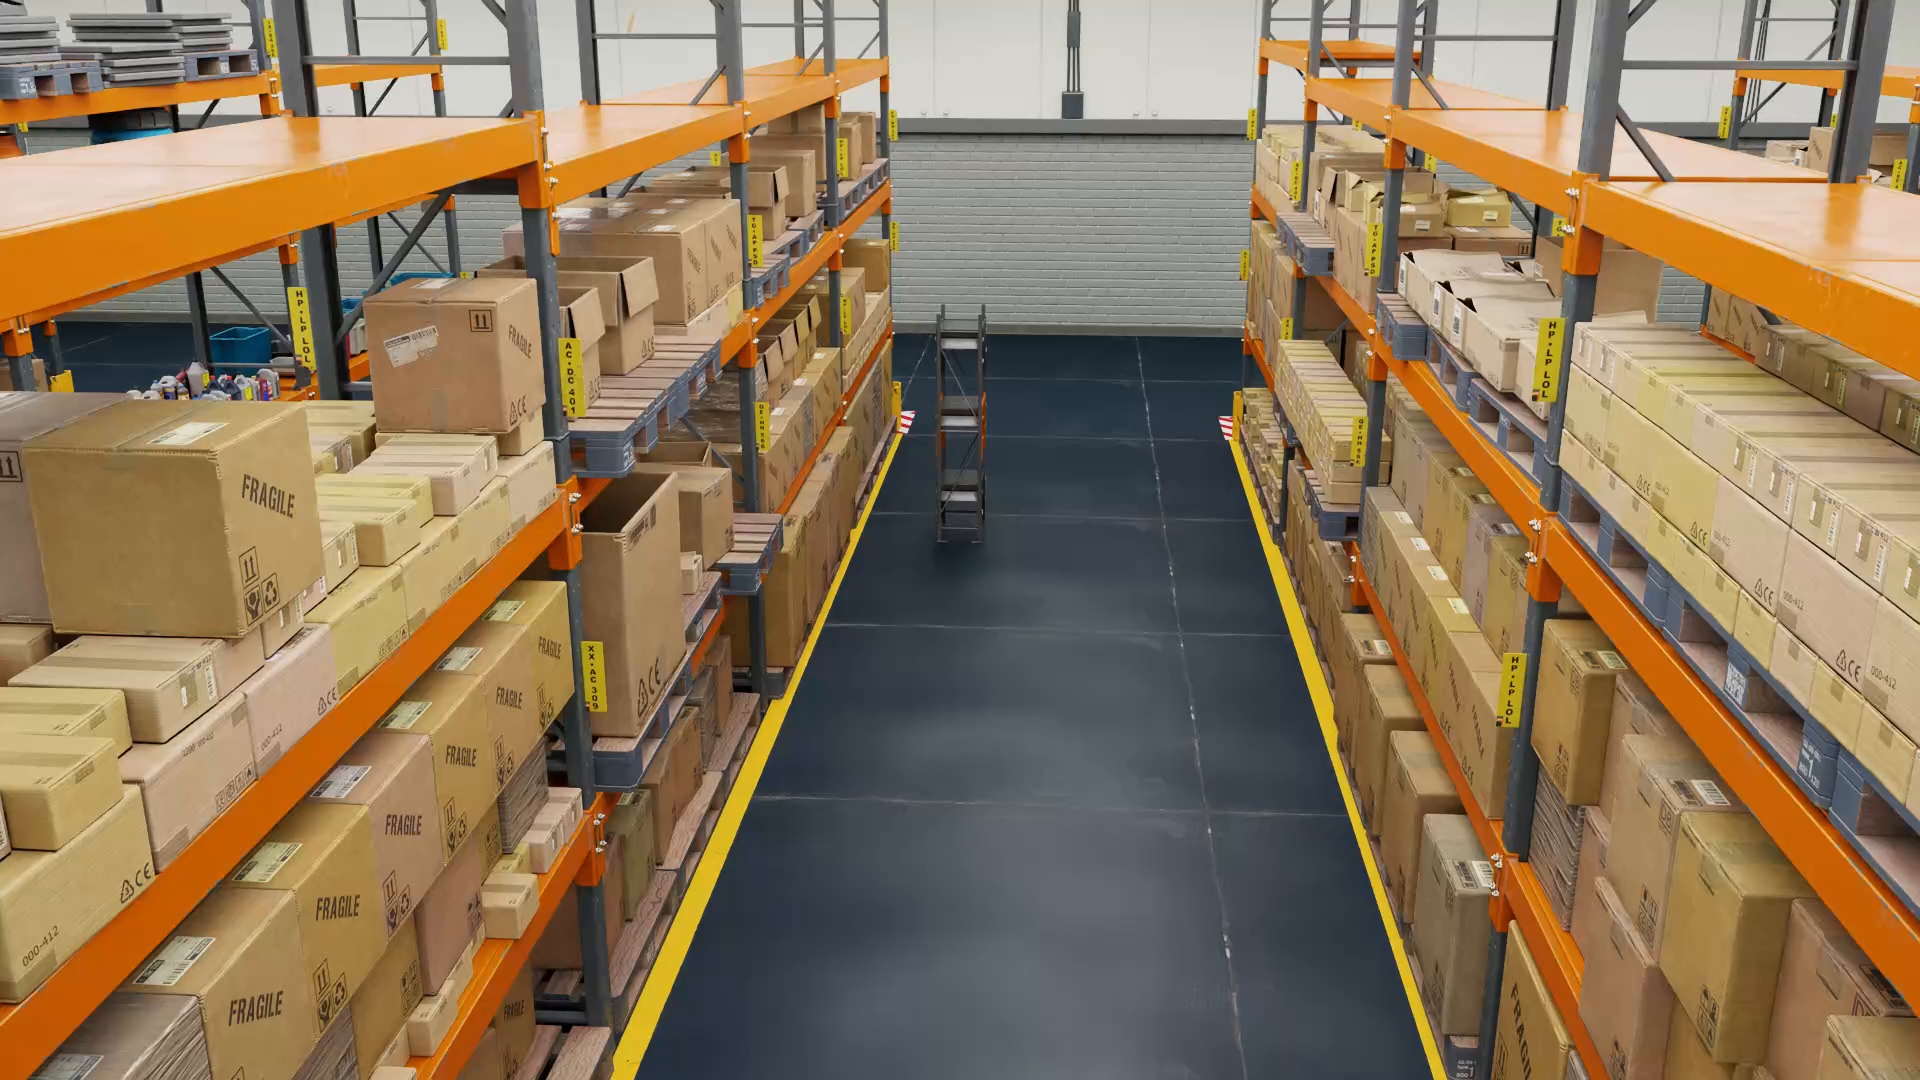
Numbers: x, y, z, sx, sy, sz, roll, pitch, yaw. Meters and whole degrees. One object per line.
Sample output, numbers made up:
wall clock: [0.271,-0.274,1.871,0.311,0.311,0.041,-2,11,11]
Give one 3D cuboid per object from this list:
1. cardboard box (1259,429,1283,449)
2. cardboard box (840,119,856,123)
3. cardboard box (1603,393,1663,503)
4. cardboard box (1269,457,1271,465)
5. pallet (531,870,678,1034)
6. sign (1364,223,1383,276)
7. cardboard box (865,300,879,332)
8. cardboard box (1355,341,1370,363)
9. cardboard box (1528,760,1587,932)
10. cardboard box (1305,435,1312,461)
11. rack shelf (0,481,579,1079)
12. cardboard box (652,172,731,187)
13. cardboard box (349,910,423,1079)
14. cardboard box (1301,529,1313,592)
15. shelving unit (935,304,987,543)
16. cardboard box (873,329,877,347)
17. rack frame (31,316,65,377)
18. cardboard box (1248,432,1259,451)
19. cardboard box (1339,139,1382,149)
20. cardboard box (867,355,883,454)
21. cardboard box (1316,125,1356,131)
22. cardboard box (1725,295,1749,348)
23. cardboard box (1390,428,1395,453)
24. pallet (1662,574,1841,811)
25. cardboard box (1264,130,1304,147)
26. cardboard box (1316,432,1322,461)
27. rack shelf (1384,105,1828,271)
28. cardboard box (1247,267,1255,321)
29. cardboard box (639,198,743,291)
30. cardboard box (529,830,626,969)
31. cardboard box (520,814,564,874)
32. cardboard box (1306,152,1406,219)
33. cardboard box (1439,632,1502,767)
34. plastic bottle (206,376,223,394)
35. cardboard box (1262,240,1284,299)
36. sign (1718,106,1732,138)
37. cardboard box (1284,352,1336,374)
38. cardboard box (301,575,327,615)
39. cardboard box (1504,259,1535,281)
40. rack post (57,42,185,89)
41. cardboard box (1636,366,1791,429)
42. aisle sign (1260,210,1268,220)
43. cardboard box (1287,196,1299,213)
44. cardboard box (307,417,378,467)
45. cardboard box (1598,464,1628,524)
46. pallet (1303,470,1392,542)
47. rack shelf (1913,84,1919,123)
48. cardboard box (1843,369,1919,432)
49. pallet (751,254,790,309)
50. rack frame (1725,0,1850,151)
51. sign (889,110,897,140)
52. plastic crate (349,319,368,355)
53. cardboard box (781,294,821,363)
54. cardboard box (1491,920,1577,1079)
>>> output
cardboard box: [3.165,-0.996,16.422,0.380,0.149,0.250,1,18,2]
cardboard box: [-1.408,-3.954,16.686,0.700,0.500,0.500,0,18,0]
cardboard box: [2.456,-0.301,5.463,0.500,0.250,0.500,1,18,3]
cardboard box: [3.207,-0.760,16.179,0.380,0.149,0.250,2,18,5]
pallet: [-2.081,2.080,8.563,1.003,0.211,1.213,1,18,4]
sign: [2.551,-1.787,10.240,0.100,0.325,0.005,1,18,4]
cardboard box: [-1.118,-2.328,17.301,0.500,0.250,0.500,1,18,2]
cardboard box: [3.544,-1.580,14.027,0.380,0.149,0.250,2,18,6]
cardboard box: [2.790,1.182,6.583,0.875,0.550,0.550,1,18,4]
cardboard box: [2.745,-0.665,12.191,0.380,0.149,0.250,0,18,1]
rack shelf: [-2.278,0.534,5.140,1.077,0.370,4.000,1,18,4]
cardboard box: [-1.902,-2.379,12.041,0.500,0.500,0.500,2,18,7]
cardboard box: [-2.312,1.413,5.483,0.875,0.500,0.500,1,18,4]
cardboard box: [3.001,0.193,13.182,0.500,0.500,0.500,2,18,5]
shelving unit: [0.012,-1.049,15.080,0.431,2.100,0.503,1,18,4]
cardboard box: [-1.062,-2.095,17.230,0.380,0.149,0.250,1,18,4]
rack frame: [-11.155,-2.953,19.443,1.000,3.000,0.127,1,18,4]
cardboard box: [3.233,-1.040,17.511,0.380,0.149,0.250,2,18,5]
cardboard box: [3.789,-3.701,15.707,0.380,0.149,0.250,1,18,2]
cardboard box: [-1.306,-1.437,17.556,0.875,0.875,0.875,1,18,4]
cardboard box: [3.935,-4.260,17.413,0.380,0.149,0.250,1,18,3]
cardboard box: [8.281,-2.256,17.158,0.500,0.500,0.500,1,18,3]
cardboard box: [3.418,-0.730,12.390,0.380,0.149,0.250,2,18,5]
pallet: [2.646,0.387,4.576,1.003,0.211,1.213,1,18,4]
cardboard box: [3.268,-4.037,16.733,0.380,0.149,0.250,2,18,5]
cardboard box: [2.707,-0.653,11.678,0.380,0.149,0.250,2,18,5]
rack shelf: [2.948,-1.801,8.093,1.077,0.370,4.000,1,18,4]
cardboard box: [3.358,-2.644,17.863,0.500,0.500,0.500,2,18,7]
cardboard box: [-1.633,-1.802,10.152,0.500,0.500,0.500,2,18,5]
cardboard box: [-2.069,1.785,8.292,0.700,0.500,0.500,0,18,0]
cardboard box: [-1.885,1.267,6.970,0.380,0.149,0.250,1,18,4]
cardboard box: [3.242,-2.903,13.640,0.700,0.500,0.500,1,18,4]
cardboard box: [2.612,0.766,7.933,0.500,0.500,0.500,1,18,3]
plastic bottle: [-6.398,-1.228,14.260,0.144,0.351,0.185,1,18,4]
cardboard box: [3.246,-2.642,16.253,0.500,0.500,0.500,1,18,2]
sign: [8.057,-4.402,17.518,0.100,0.325,0.005,1,18,4]
cardboard box: [2.857,-1.430,13.571,0.380,0.149,0.250,1,18,4]
cardboard box: [-2.073,0.133,4.809,0.380,0.149,0.250,1,18,3]
cardboard box: [3.316,-1.402,9.203,0.500,0.311,0.500,1,18,4]
rack post: [-6.520,-3.580,12.528,0.937,0.300,0.954,3,18,10]
cardboard box: [2.386,-0.451,5.280,0.380,0.149,0.250,1,18,3]
aisle sign: [3.371,-3.853,18.016,0.394,0.787,0.004,1,18,4]
cardboard box: [3.144,-2.858,14.580,0.500,0.250,0.500,2,18,5]
cardboard box: [-2.417,-0.369,6.341,0.380,0.149,0.250,0,18,1]
cardboard box: [2.404,-0.151,5.644,0.380,0.149,0.250,1,18,4]
pallet: [3.037,-0.236,11.461,1.213,0.211,1.003,1,18,4]
rack shelf: [8.180,-2.964,11.643,1.077,0.370,4.000,1,18,4]
cardboard box: [3.042,-0.438,5.241,0.380,0.149,0.250,2,18,5]
pallet: [-1.855,-1.782,11.358,1.213,0.211,1.003,2,18,6]
rack frame: [8.610,-5.360,17.156,1.000,3.000,0.127,1,18,4]
sign: [-0.734,-4.522,18.122,0.100,0.325,0.005,1,18,4]
plastic crate: [-6.208,-2.041,16.755,0.437,0.282,0.530,1,18,4]
cardboard box: [-1.599,-1.814,14.196,0.797,0.503,0.637,1,18,2]
cardboard box: [2.690,2.143,6.631,0.875,0.875,0.875,2,18,5]
